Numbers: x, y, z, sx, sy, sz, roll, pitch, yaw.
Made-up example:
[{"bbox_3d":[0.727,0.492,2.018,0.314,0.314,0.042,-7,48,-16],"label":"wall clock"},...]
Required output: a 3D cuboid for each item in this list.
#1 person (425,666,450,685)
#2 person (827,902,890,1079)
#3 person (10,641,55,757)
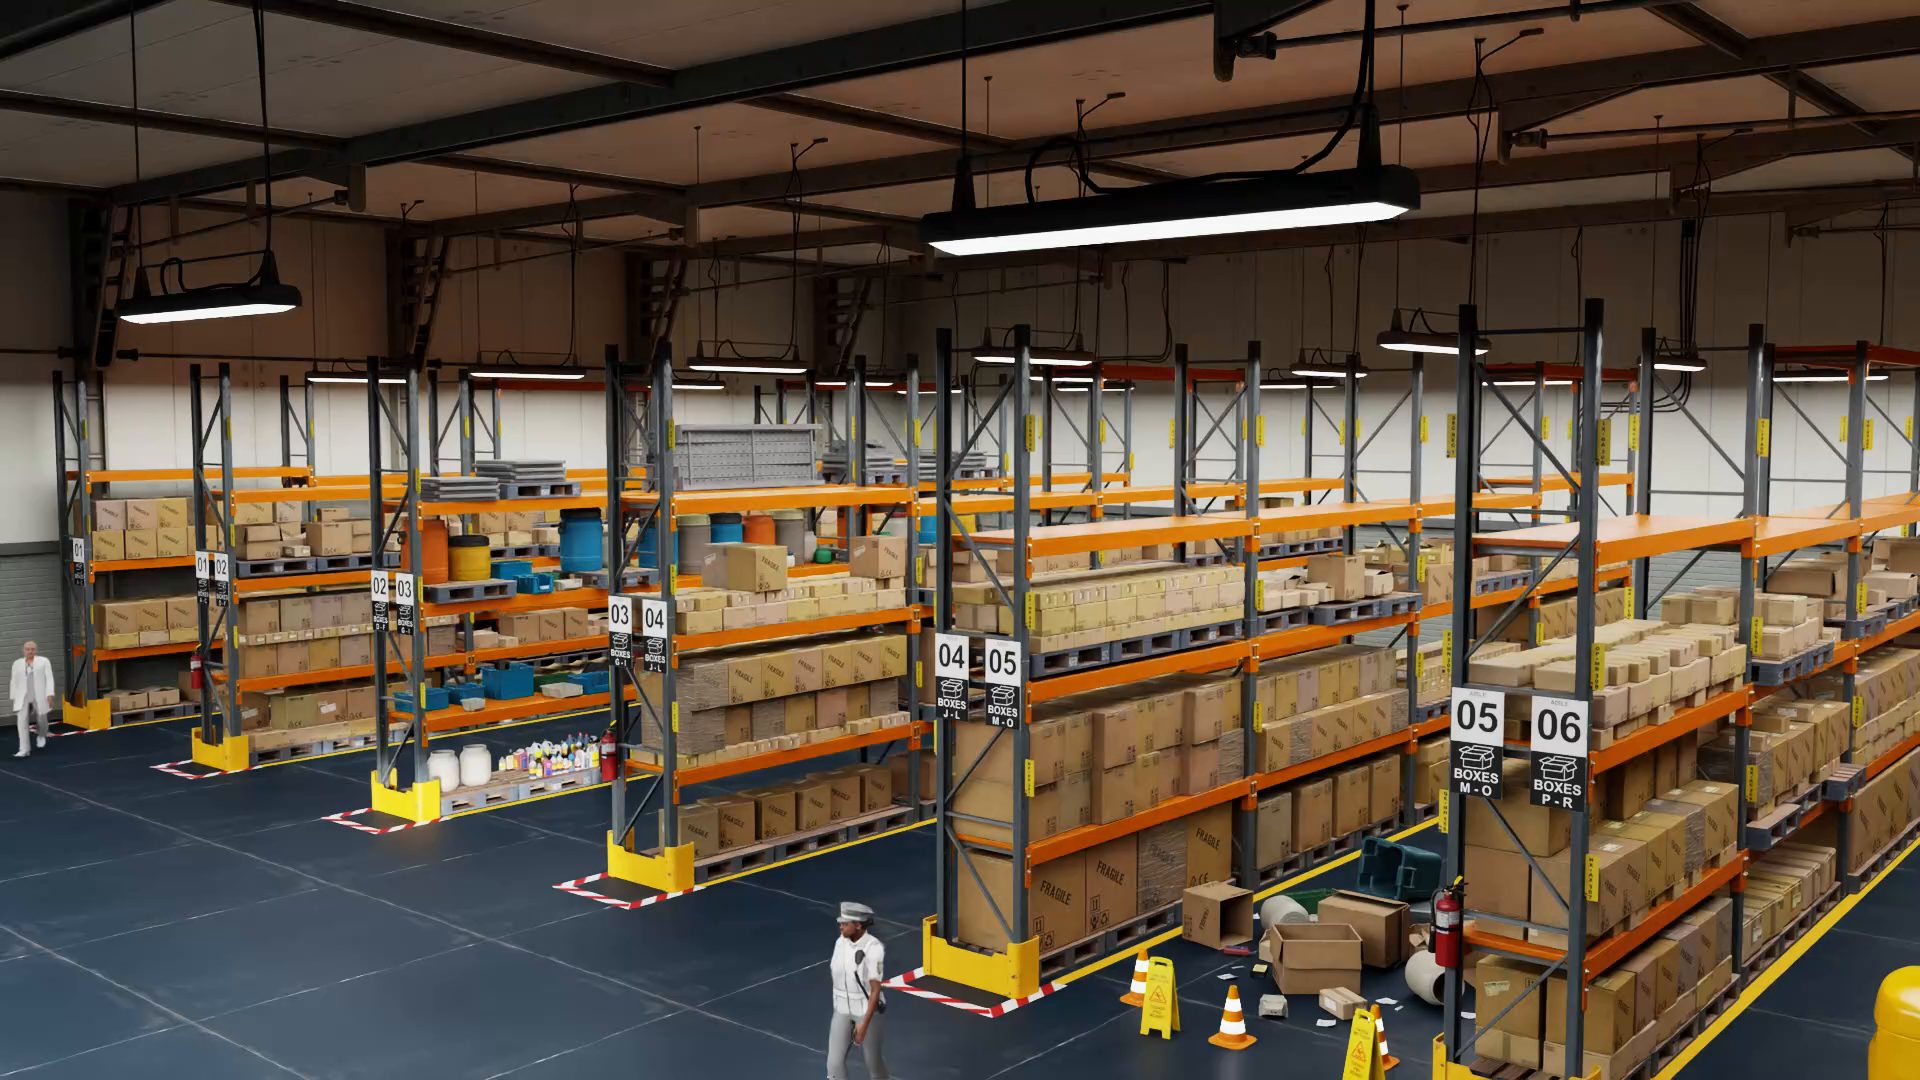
[{"bbox_3d":[-9.756,2.074,30.846,0.595,1.789,0.684,3,5,33],"label":"person"},{"bbox_3d":[-0.760,3.481,12.109,0.466,1.704,0.741,2,5,29],"label":"person"},{"bbox_3d":[-14.364,2.433,25.745,0.631,1.740,1.053,-2,4,-23],"label":"person"}]
